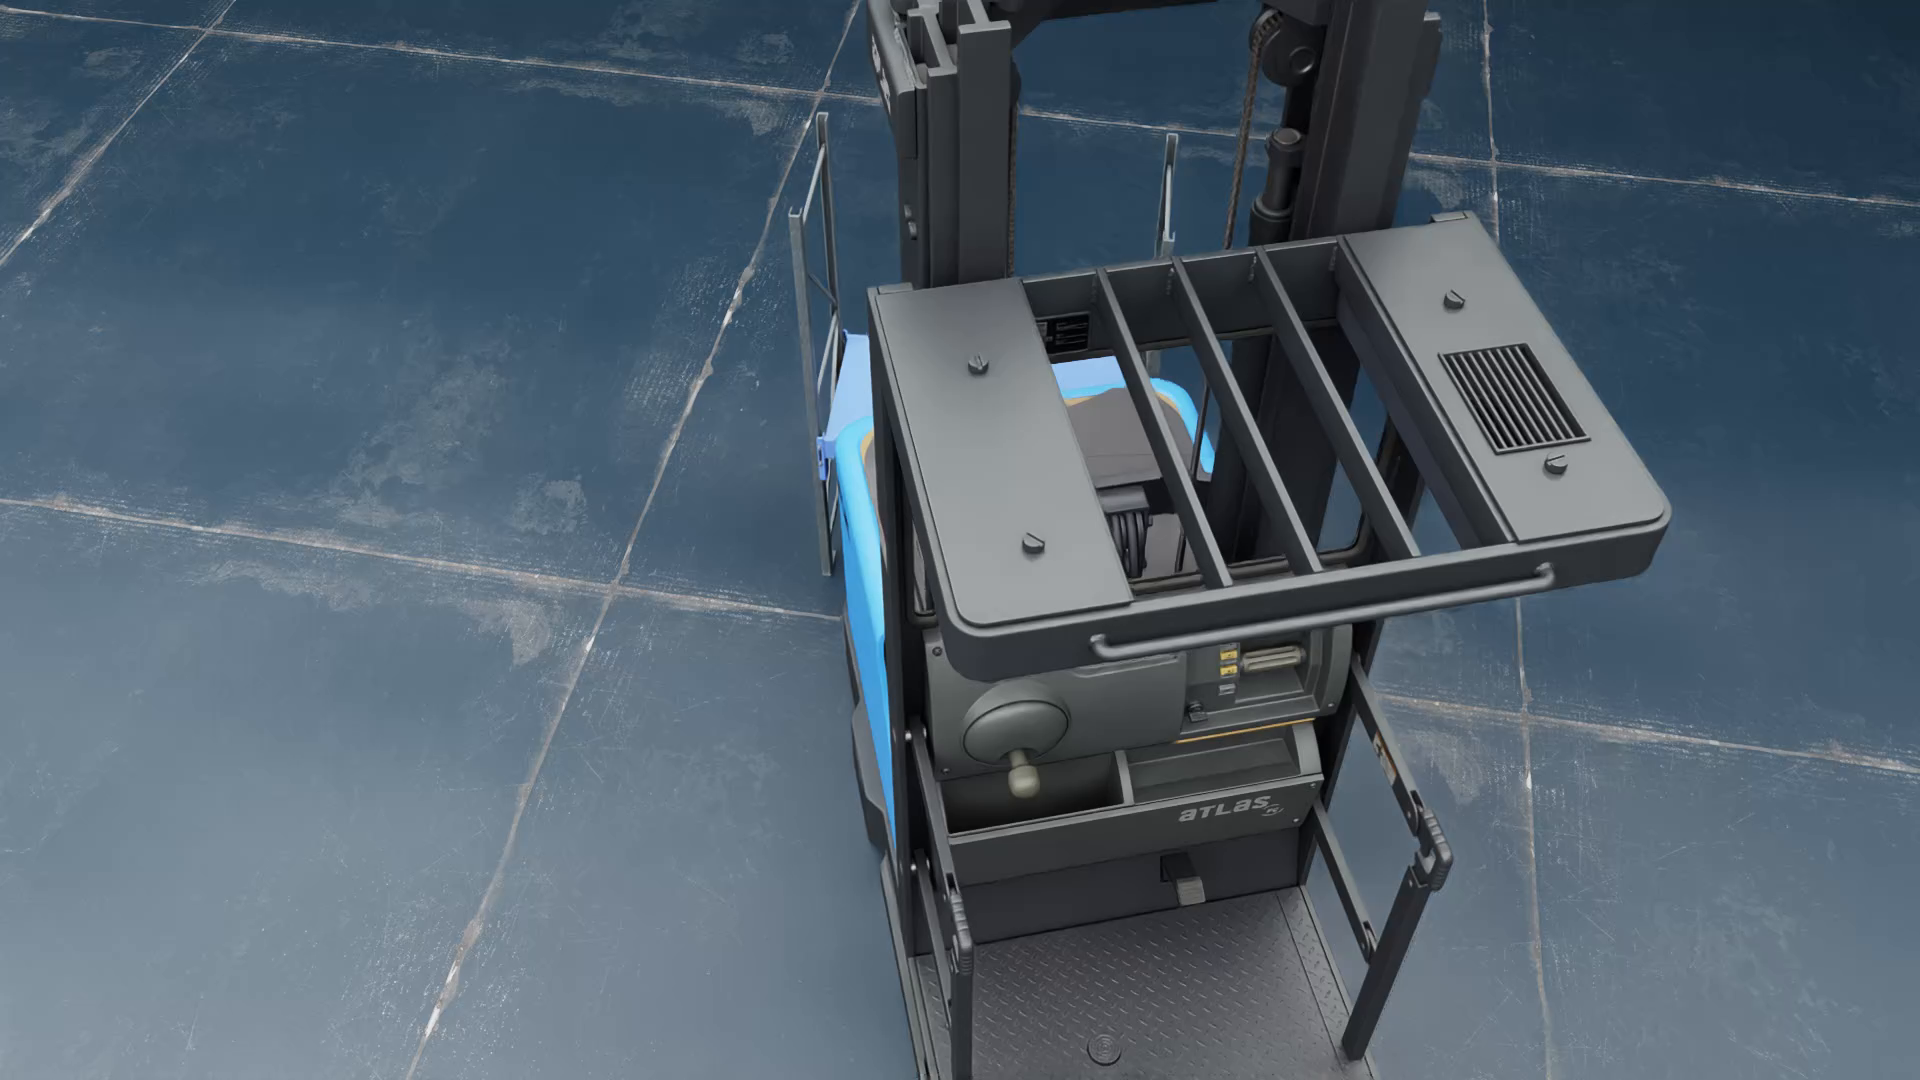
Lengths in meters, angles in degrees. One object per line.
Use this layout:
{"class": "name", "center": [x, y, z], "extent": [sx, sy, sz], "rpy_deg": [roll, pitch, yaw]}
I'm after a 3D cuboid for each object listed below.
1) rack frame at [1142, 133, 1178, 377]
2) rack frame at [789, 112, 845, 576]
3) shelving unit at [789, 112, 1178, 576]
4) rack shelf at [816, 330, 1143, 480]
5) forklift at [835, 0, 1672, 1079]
{"class": "rack frame", "center": [0.585, -0.484, 5.177], "extent": [0.032, 1.500, 0.500], "rpy_deg": [5, 48, 4]}
{"class": "rack frame", "center": [-0.426, -0.564, 5.248], "extent": [0.032, 1.500, 0.500], "rpy_deg": [5, 48, 4]}
{"class": "shelving unit", "center": [0.080, -0.524, 5.212], "extent": [1.048, 1.500, 0.538], "rpy_deg": [5, 48, 4]}
{"class": "rack shelf", "center": [0.080, -0.404, 5.346], "extent": [1.000, 0.185, 0.538], "rpy_deg": [5, 48, 4]}
{"class": "forklift", "center": [0.434, 0.407, 3.414], "extent": [1.130, 2.935, 3.031], "rpy_deg": [-9, 49, -8]}
